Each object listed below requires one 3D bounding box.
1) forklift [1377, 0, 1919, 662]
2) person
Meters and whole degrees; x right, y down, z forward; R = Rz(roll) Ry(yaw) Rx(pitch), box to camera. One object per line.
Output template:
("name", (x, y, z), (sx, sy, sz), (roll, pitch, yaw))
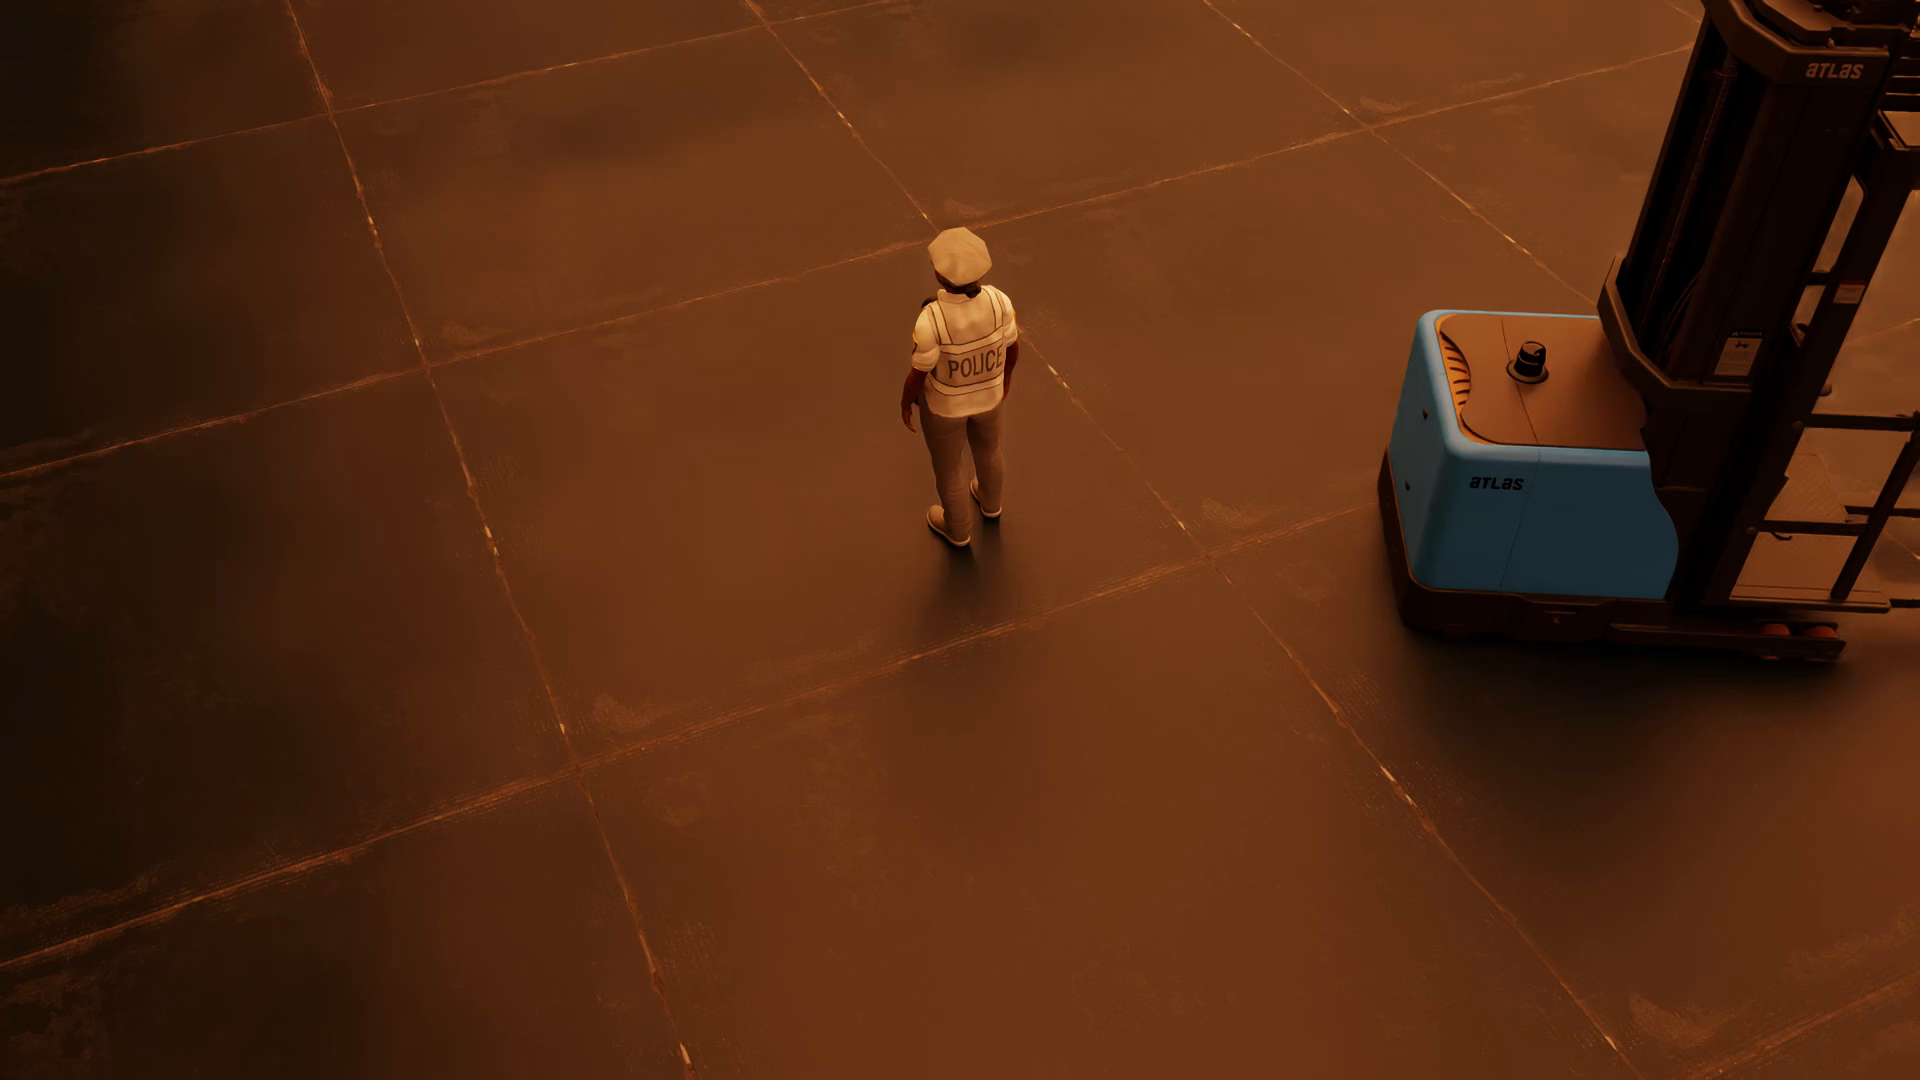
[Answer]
("forklift", (3.489, -0.916, 6.662), (3.031, 2.935, 1.130), (3, 43, 3))
("person", (-0.014, -0.677, 7.301), (0.570, 1.697, 0.528), (-18, 46, -18))
